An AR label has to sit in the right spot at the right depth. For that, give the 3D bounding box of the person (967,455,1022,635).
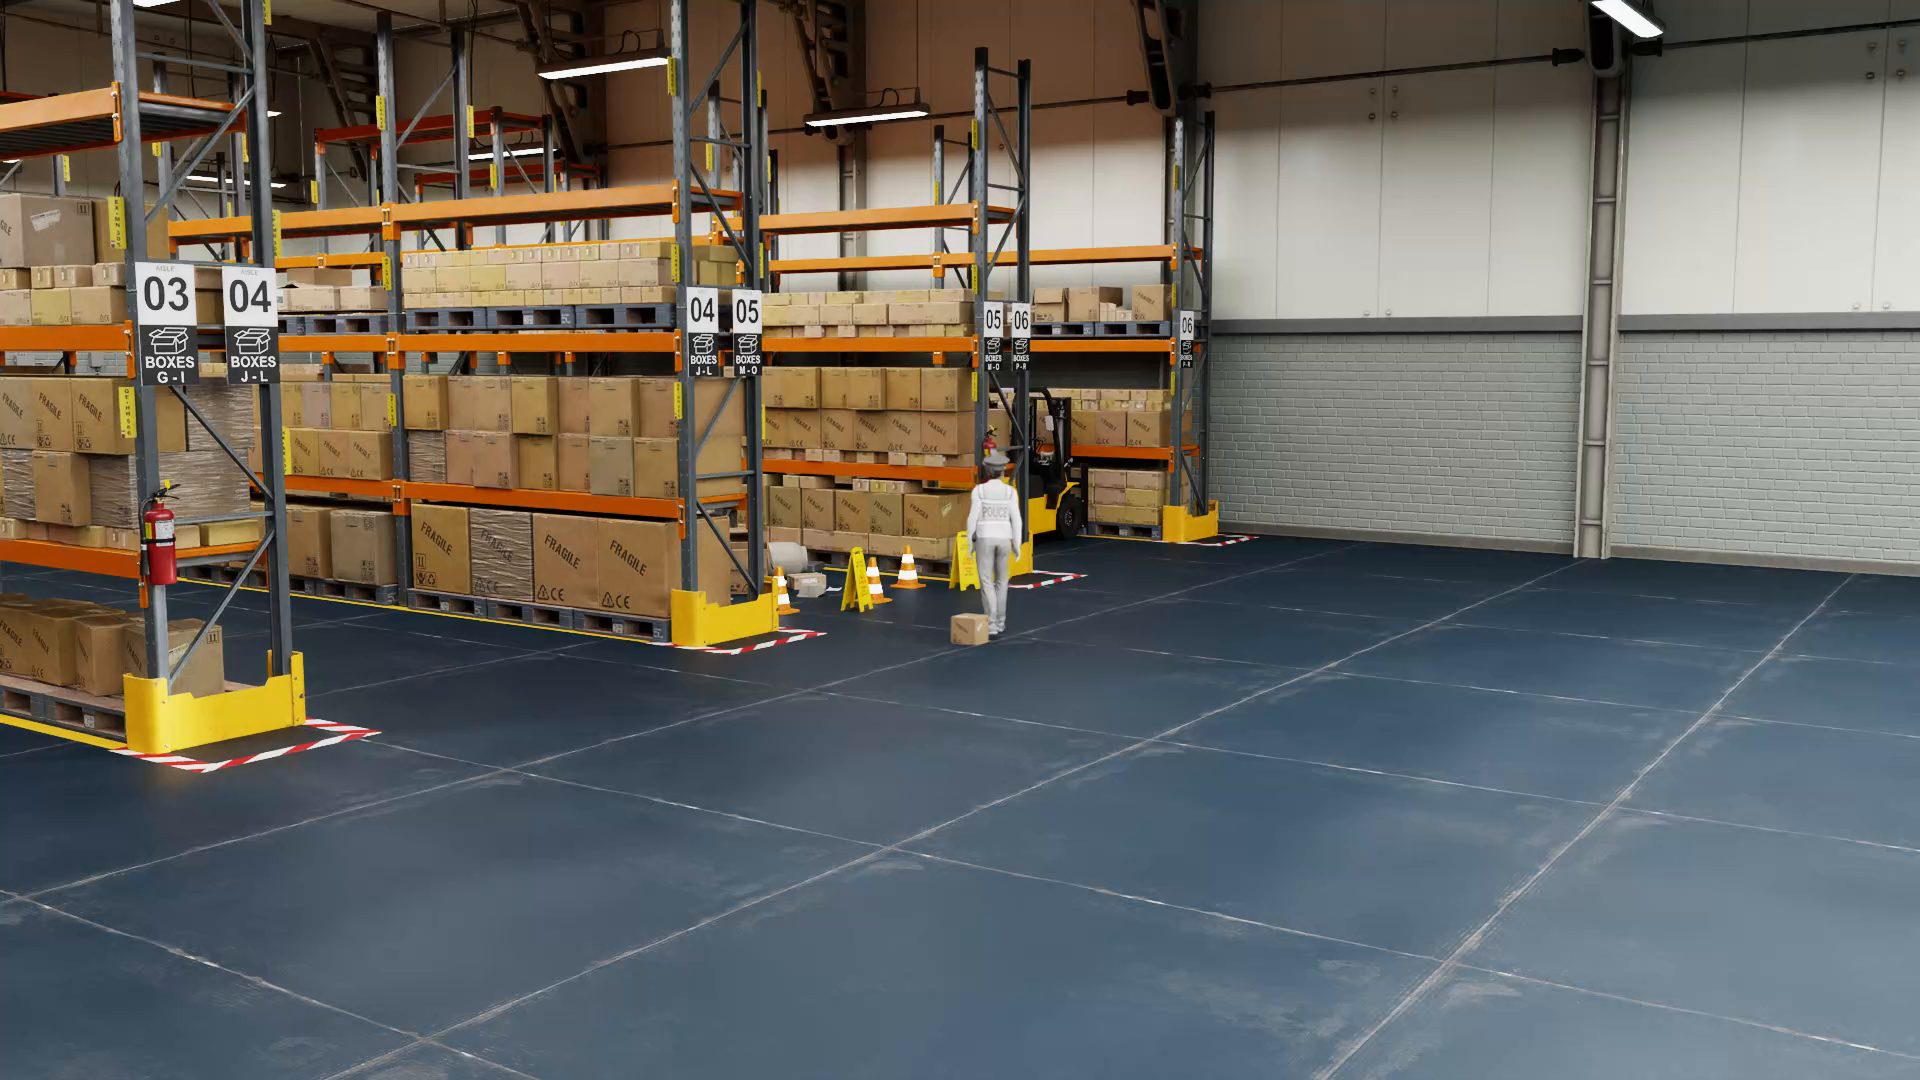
[{"bbox_3d":[0.318,0.049,15.516,0.507,1.665,0.590,-1,7,-13],"label":"person"}]
